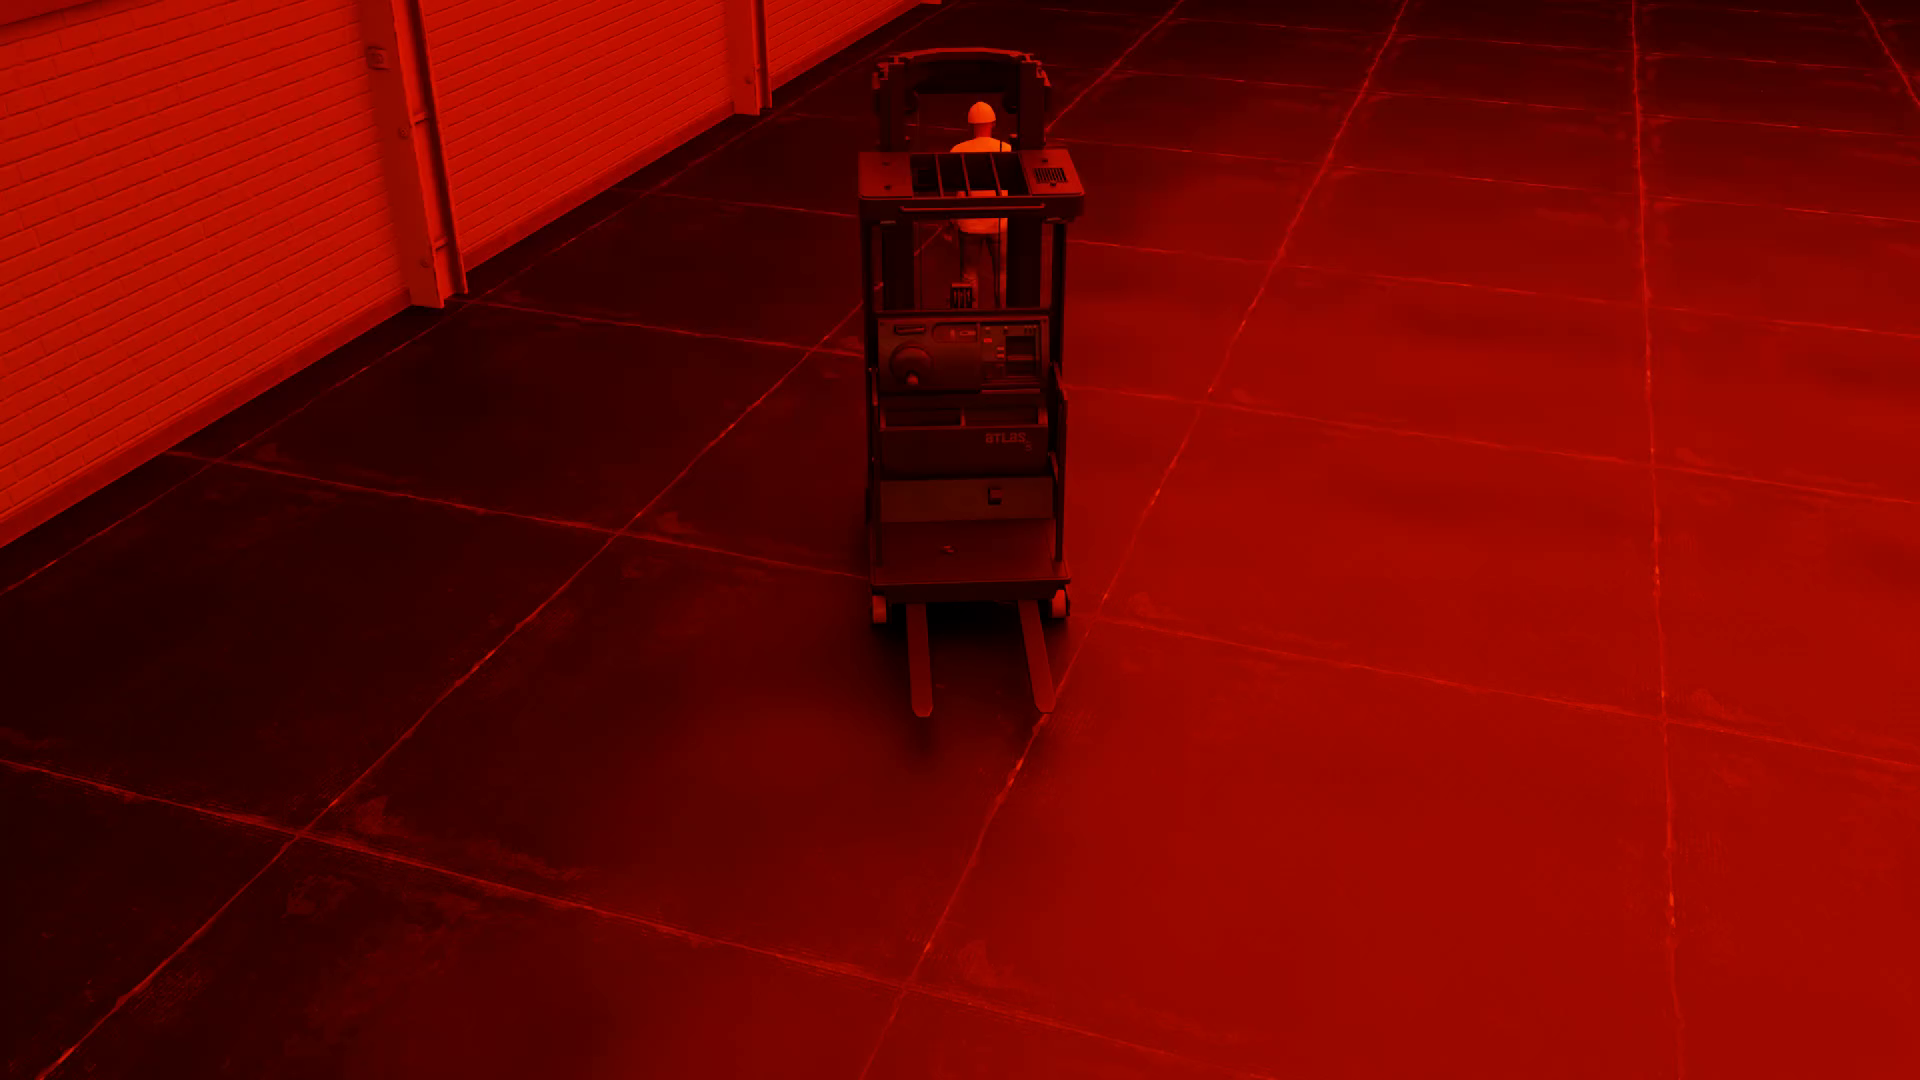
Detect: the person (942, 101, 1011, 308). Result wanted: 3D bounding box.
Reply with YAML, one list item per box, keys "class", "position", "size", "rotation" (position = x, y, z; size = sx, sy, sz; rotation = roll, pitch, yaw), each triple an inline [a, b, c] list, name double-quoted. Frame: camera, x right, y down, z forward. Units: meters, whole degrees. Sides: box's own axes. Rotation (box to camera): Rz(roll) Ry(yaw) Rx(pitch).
- class: "person"
  position: [0.178, -2.412, 12.554]
  size: [0.636, 1.761, 0.454]
  rotation: [1, 30, 2]

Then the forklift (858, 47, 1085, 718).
- class: "forklift"
  position: [0.035, -0.972, 8.842]
  size: [1.130, 2.935, 3.031]
  rotation: [-2, 30, -3]
